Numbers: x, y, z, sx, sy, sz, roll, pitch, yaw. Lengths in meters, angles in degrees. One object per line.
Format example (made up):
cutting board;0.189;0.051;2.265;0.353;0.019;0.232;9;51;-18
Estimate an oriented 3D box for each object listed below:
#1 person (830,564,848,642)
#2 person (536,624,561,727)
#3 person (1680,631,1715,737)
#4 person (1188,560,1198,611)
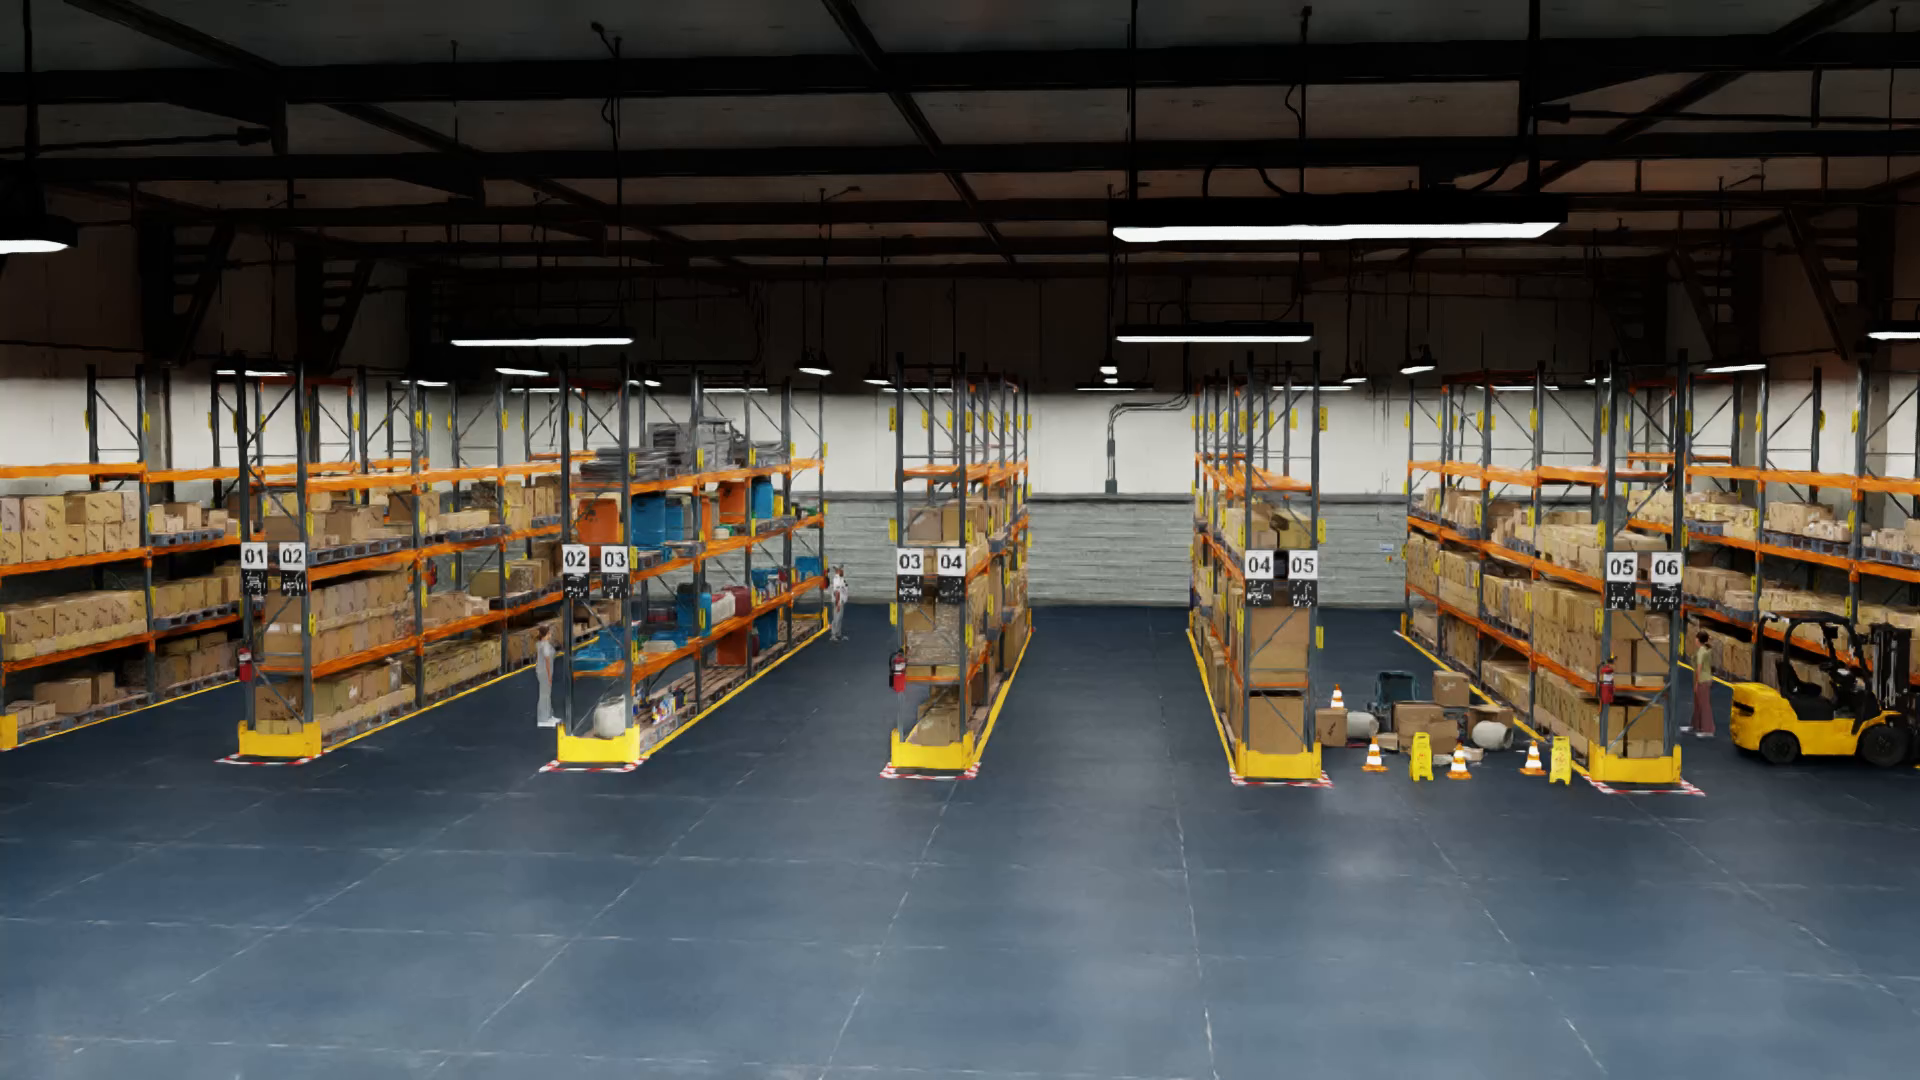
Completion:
person;-2.759;1.423;37.903;0.406;1.749;0.644;0;4;-1
person;-6.775;2.209;27.358;0.432;1.677;0.496;-2;5;-26
person;11.776;2.269;26.501;0.565;1.668;0.560;3;5;36
person;5.907;1.291;40.841;0.548;1.632;0.548;4;5;42
